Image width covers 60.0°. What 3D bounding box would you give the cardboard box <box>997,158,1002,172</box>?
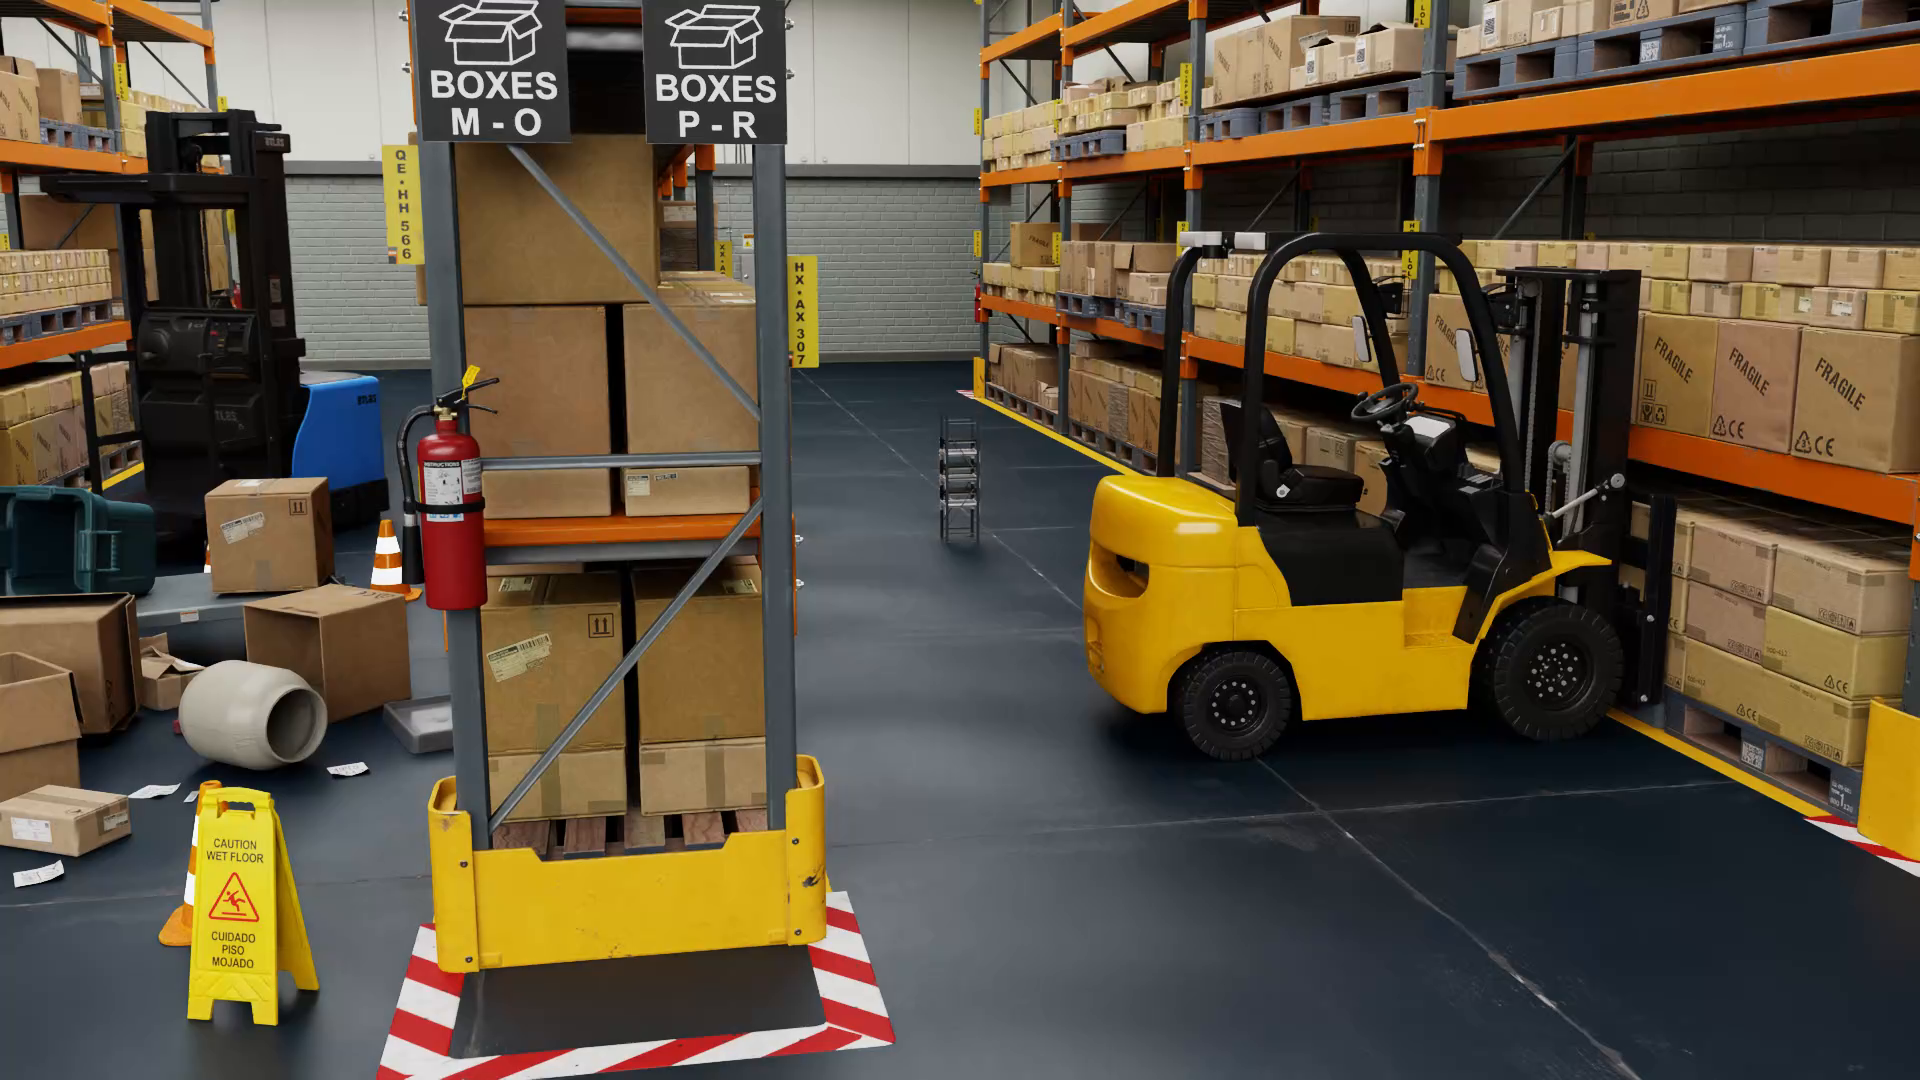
[{"bbox_3d":[0.649,-4.479,19.855,0.380,0.149,0.250,-2,11,-10],"label":"cardboard box"}]

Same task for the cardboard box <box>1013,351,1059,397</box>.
[{"bbox_3d":[0.916,-1.944,19.448,0.500,0.500,0.500,-2,11,-10],"label":"cardboard box"}]

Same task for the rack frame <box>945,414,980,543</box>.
[{"bbox_3d":[0.018,-0.425,11.522,0.240,0.900,0.006,-2,11,-11],"label":"rack frame"}]

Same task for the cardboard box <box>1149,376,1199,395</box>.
[{"bbox_3d":[1.878,-1.350,14.593,0.380,0.149,0.250,-2,11,-13],"label":"cardboard box"}]

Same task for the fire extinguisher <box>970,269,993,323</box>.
[{"bbox_3d":[0.276,-3.129,21.317,0.296,0.674,0.183,-2,11,-11],"label":"fire extinguisher"}]

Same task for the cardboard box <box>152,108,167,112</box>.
[{"bbox_3d":[-8.203,-4.153,16.536,0.500,0.250,0.500,-2,11,-10],"label":"cardboard box"}]

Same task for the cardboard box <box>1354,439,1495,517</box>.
[{"bbox_3d":[2.979,-0.274,10.341,0.875,0.625,0.625,-2,11,-8],"label":"cardboard box"}]

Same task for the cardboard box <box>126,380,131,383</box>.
[{"bbox_3d":[-8.125,-1.492,16.426,0.380,0.149,0.250,-2,11,-12],"label":"cardboard box"}]

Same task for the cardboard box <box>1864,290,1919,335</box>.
[{"bbox_3d":[3.527,-0.826,6.014,0.380,0.149,0.250,-2,11,-10],"label":"cardboard box"}]

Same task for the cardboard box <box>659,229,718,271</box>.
[{"bbox_3d":[-1.586,-1.456,9.136,0.500,0.500,0.500,-2,11,-10],"label":"cardboard box"}]

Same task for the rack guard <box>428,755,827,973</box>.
[{"bbox_3d":[-1.013,0.990,5.158,1.175,0.500,0.348,-2,11,-11],"label":"rack guard"}]

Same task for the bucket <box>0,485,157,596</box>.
[{"bbox_3d":[-4.325,0.043,8.136,0.726,0.611,0.620,2,1,9],"label":"bucket"}]

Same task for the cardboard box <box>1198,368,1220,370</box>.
[{"bbox_3d":[2.214,-1.512,15.444,0.380,0.149,0.250,-2,11,-11],"label":"cardboard box"}]

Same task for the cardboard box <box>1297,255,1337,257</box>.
[{"bbox_3d":[2.726,-2.094,12.675,0.380,0.149,0.250,-2,11,-11],"label":"cardboard box"}]

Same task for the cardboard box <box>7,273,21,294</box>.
[{"bbox_3d":[-7.447,-1.962,12.738,0.380,0.149,0.250,-2,11,-11],"label":"cardboard box"}]

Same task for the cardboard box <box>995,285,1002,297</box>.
[{"bbox_3d":[0.647,-3.101,20.639,0.380,0.149,0.250,-2,11,-10],"label":"cardboard box"}]

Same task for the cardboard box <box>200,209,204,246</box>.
[{"bbox_3d":[-8.405,-3.384,17.714,0.500,0.500,0.500,-2,11,-8],"label":"cardboard box"}]

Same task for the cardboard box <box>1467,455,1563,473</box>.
[{"bbox_3d":[2.967,-0.291,8.761,0.500,0.250,0.500,-2,11,-11],"label":"cardboard box"}]

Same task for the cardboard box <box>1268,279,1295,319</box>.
[{"bbox_3d":[2.465,-1.673,11.527,0.500,0.250,0.500,-2,11,-10],"label":"cardboard box"}]

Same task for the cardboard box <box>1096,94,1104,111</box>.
[{"bbox_3d":[1.481,-4.053,15.433,0.380,0.149,0.250,-2,11,-11],"label":"cardboard box"}]

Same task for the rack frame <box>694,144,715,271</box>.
[{"bbox_3d":[-1.777,-0.958,8.706,1.000,3.000,0.127,-2,11,-11],"label":"rack frame"}]

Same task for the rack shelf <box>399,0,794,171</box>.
[{"bbox_3d":[-1.388,-1.711,6.565,1.077,0.370,4.000,-2,11,-11],"label":"rack shelf"}]

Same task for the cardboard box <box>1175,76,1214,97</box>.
[{"bbox_3d":[1.957,-3.667,13.455,0.380,0.149,0.250,-2,11,-9],"label":"cardboard box"}]

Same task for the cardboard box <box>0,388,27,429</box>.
[{"bbox_3d":[-7.287,-0.975,12.352,0.500,0.250,0.500,-3,11,-14],"label":"cardboard box"}]

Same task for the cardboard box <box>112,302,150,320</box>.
[{"bbox_3d":[-7.903,-2.167,15.730,0.380,0.149,0.250,-2,11,-9],"label":"cardboard box"}]

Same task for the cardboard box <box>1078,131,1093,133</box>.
[{"bbox_3d":[1.365,-4.051,16.216,0.380,0.149,0.250,-2,11,-11],"label":"cardboard box"}]

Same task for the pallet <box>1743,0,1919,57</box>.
[{"bbox_3d":[3.757,-1.966,6.217,1.003,0.211,1.213,-2,11,-11],"label":"pallet"}]

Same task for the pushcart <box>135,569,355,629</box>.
[{"bbox_3d":[-4.003,0.423,8.467,1.648,0.377,0.936,-6,13,-31],"label":"pushcart"}]

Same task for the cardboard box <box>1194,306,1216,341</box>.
[{"bbox_3d":[2.160,-1.709,13.052,0.500,0.250,0.500,-2,11,-11],"label":"cardboard box"}]

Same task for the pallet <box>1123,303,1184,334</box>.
[{"bbox_3d":[2.113,-1.900,14.170,1.213,0.211,1.003,-2,11,-11],"label":"pallet"}]

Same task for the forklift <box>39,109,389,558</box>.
[{"bbox_3d":[-5.242,-1.372,11.066,1.130,2.935,3.031,4,11,18],"label":"forklift"}]

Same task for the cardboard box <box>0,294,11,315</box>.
[{"bbox_3d":[-7.384,-1.764,12.489,0.380,0.149,0.250,-2,11,-8],"label":"cardboard box"}]

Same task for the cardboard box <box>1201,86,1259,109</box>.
[{"bbox_3d":[2.084,-3.412,12.811,0.380,0.166,0.250,-2,11,-11],"label":"cardboard box"}]

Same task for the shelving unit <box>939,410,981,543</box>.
[{"bbox_3d":[-0.002,-0.444,11.620,0.258,0.900,0.210,-2,11,-11],"label":"shelving unit"}]

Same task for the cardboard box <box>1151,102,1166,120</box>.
[{"bbox_3d":[1.860,-3.666,14.247,0.380,0.149,0.250,-2,11,-11],"label":"cardboard box"}]

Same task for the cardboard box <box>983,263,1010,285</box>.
[{"bbox_3d":[0.582,-3.319,20.719,0.500,0.250,0.500,-2,11,-11],"label":"cardboard box"}]

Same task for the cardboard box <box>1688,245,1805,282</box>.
[{"bbox_3d":[3.302,-1.160,6.973,0.380,0.149,0.250,-2,11,-10],"label":"cardboard box"}]

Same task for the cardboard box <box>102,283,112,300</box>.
[{"bbox_3d":[-7.897,-2.244,15.011,0.380,0.149,0.250,-2,11,-12],"label":"cardboard box"}]

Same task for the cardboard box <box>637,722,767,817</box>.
[{"bbox_3d":[-0.884,0.762,5.899,0.500,0.250,0.500,-2,11,-11],"label":"cardboard box"}]

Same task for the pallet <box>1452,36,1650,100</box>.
[{"bbox_3d":[3.283,-2.413,8.569,1.003,0.211,1.213,-2,11,-11],"label":"pallet"}]

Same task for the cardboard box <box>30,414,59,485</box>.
[{"bbox_3d":[-7.379,-0.702,12.926,0.500,0.500,0.500,-2,11,-10],"label":"cardboard box"}]

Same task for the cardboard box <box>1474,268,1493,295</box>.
[{"bbox_3d":[2.947,-1.391,8.981,0.380,0.149,0.250,-2,11,-10],"label":"cardboard box"}]

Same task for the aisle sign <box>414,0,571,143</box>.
[{"bbox_3d":[-1.271,-1.479,4.493,0.394,0.787,0.004,-2,11,-11],"label":"aisle sign"}]

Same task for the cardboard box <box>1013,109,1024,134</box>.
[{"bbox_3d":[0.898,-4.762,18.940,0.500,0.250,0.500,-2,11,-9],"label":"cardboard box"}]

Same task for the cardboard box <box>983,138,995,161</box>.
[{"bbox_3d":[0.576,-4.794,20.447,0.500,0.250,0.500,-2,11,-12],"label":"cardboard box"}]

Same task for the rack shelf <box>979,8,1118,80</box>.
[{"bbox_3d":[1.147,-5.565,18.800,1.077,0.370,4.000,-2,11,-11],"label":"rack shelf"}]

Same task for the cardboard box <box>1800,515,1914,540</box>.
[{"bbox_3d":[3.861,0.061,6.908,0.500,0.250,0.500,-2,11,-11],"label":"cardboard box"}]

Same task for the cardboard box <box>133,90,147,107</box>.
[{"bbox_3d":[-8.118,-4.274,16.106,0.380,0.149,0.250,-2,11,-13],"label":"cardboard box"}]

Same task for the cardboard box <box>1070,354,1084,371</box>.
[{"bbox_3d":[1.344,-1.828,17.104,0.380,0.149,0.250,-2,11,-8],"label":"cardboard box"}]

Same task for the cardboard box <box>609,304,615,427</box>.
[{"bbox_3d":[-1.561,-0.693,6.251,0.500,0.500,0.500,-2,11,-11],"label":"cardboard box"}]

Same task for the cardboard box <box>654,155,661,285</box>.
[{"bbox_3d":[-1.564,-1.276,6.639,0.700,0.500,0.500,-2,11,-11],"label":"cardboard box"}]

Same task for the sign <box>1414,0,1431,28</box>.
[{"bbox_3d":[2.561,-2.999,9.186,0.100,0.325,0.005,-2,11,-11],"label":"sign"}]

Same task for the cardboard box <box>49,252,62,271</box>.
[{"bbox_3d":[-7.646,-2.296,13.694,0.380,0.149,0.250,-3,11,-14],"label":"cardboard box"}]
